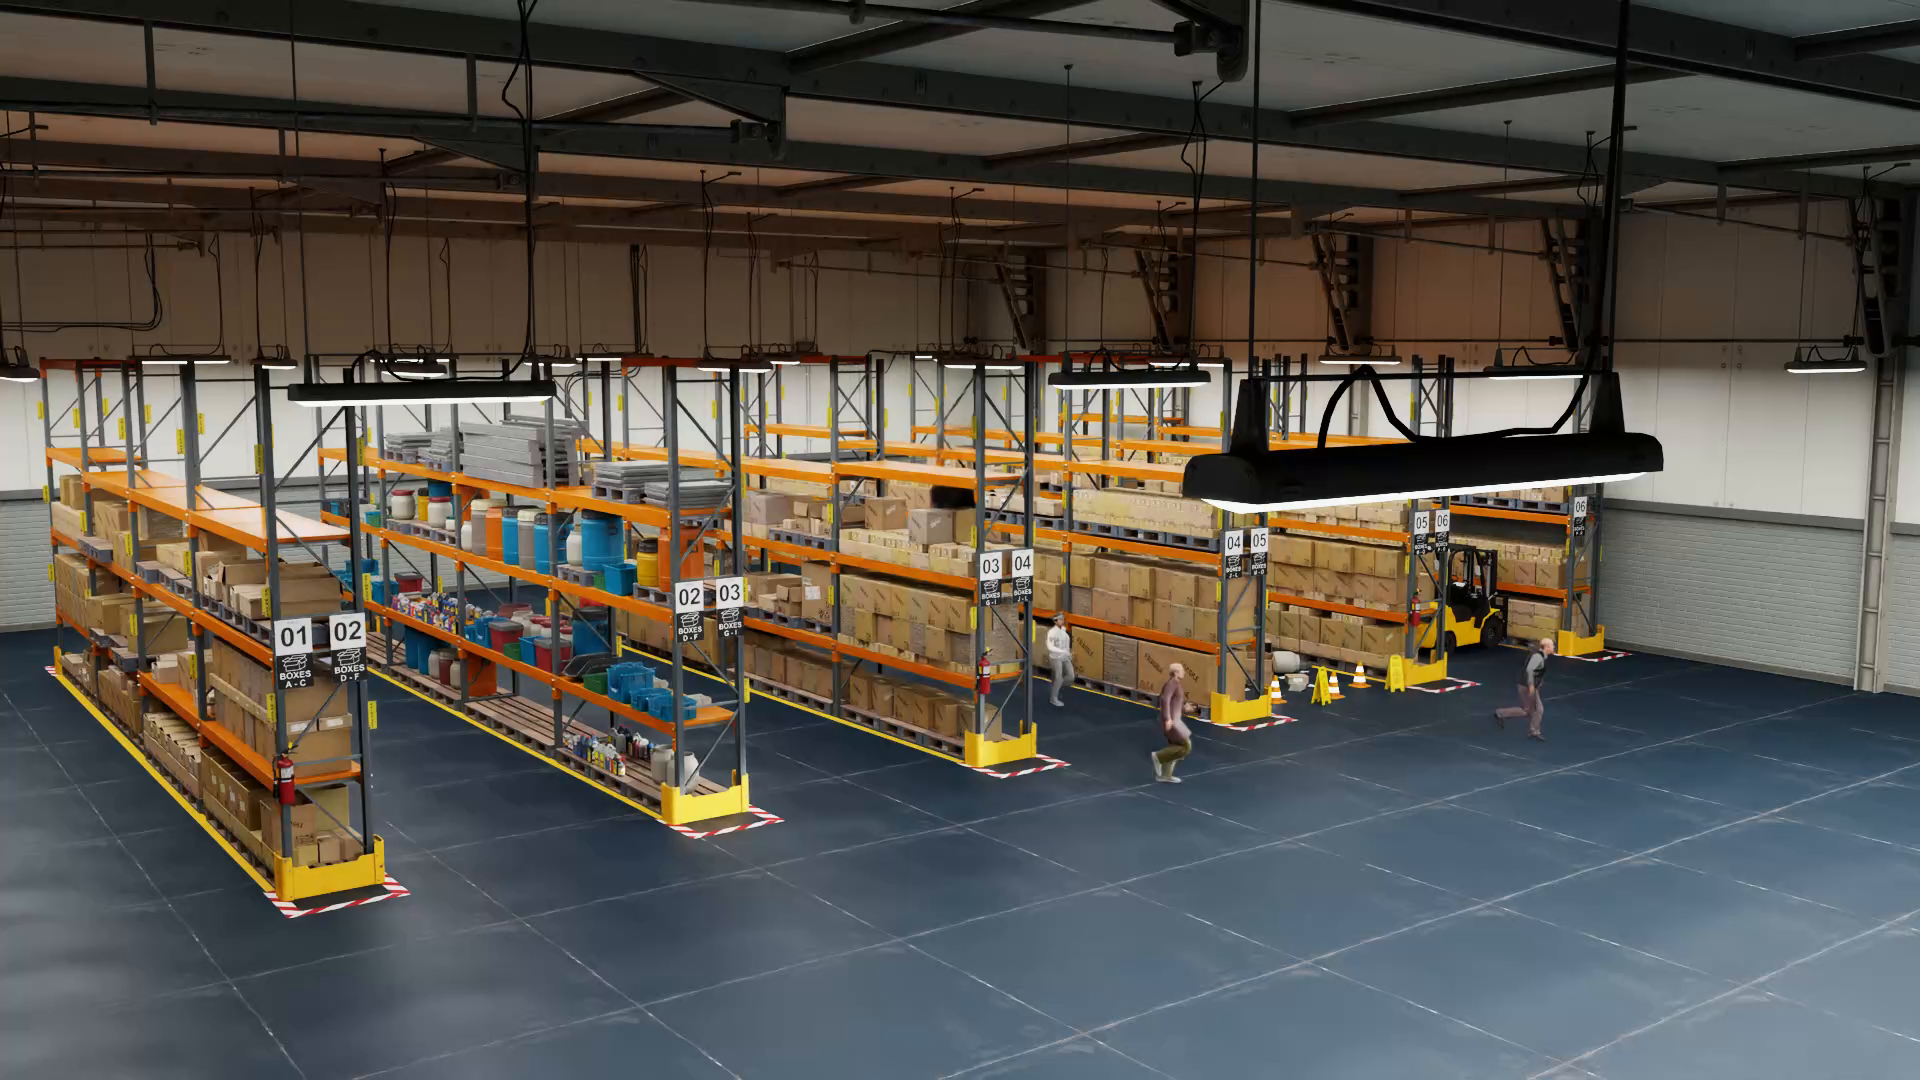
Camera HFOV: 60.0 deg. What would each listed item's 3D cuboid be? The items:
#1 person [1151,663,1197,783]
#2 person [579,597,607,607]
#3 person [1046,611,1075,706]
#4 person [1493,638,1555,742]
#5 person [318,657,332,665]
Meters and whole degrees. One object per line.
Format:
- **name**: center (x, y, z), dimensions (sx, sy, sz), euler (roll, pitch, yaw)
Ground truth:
- **person**: center (3.066, 2.624, 23.828), dimensions (0.672, 1.731, 0.702), euler (0, 7, -2)
- **person**: center (-7.063, 1.625, 32.253), dimensions (0.674, 1.682, 0.782), euler (-6, 9, -41)
- **person**: center (1.765, 2.057, 28.839), dimensions (0.605, 1.654, 0.538), euler (-7, 10, -44)
- **person**: center (8.951, 2.367, 26.426), dimensions (0.893, 1.674, 0.661), euler (2, 7, 13)
- **person**: center (-10.244, 2.331, 26.774), dimensions (0.533, 1.613, 0.612), euler (6, 9, 42)
